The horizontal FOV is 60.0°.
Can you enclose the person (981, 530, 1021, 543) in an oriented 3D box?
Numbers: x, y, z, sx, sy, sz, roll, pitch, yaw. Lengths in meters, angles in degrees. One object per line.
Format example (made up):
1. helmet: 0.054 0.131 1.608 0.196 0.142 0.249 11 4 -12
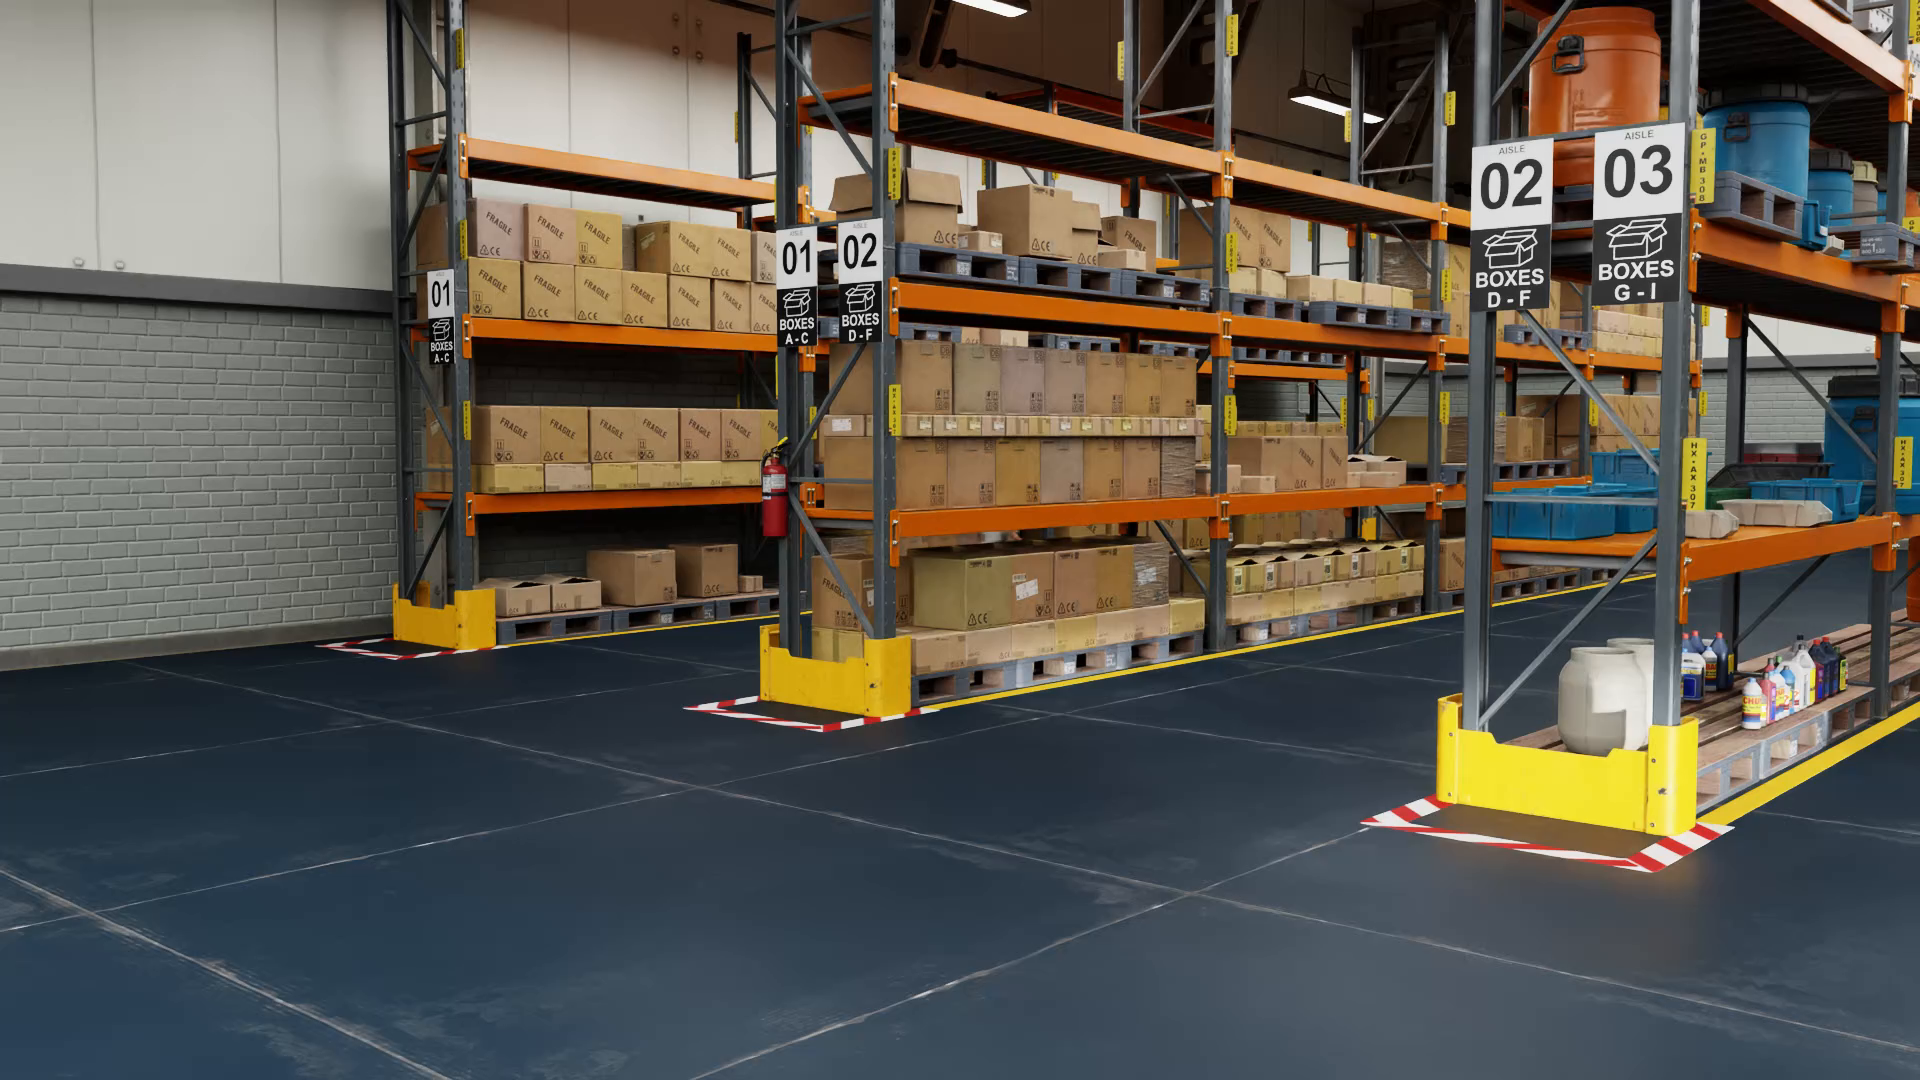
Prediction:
1. person: 0.327 -0.060 16.576 0.800 1.639 0.515 -1 4 -17
